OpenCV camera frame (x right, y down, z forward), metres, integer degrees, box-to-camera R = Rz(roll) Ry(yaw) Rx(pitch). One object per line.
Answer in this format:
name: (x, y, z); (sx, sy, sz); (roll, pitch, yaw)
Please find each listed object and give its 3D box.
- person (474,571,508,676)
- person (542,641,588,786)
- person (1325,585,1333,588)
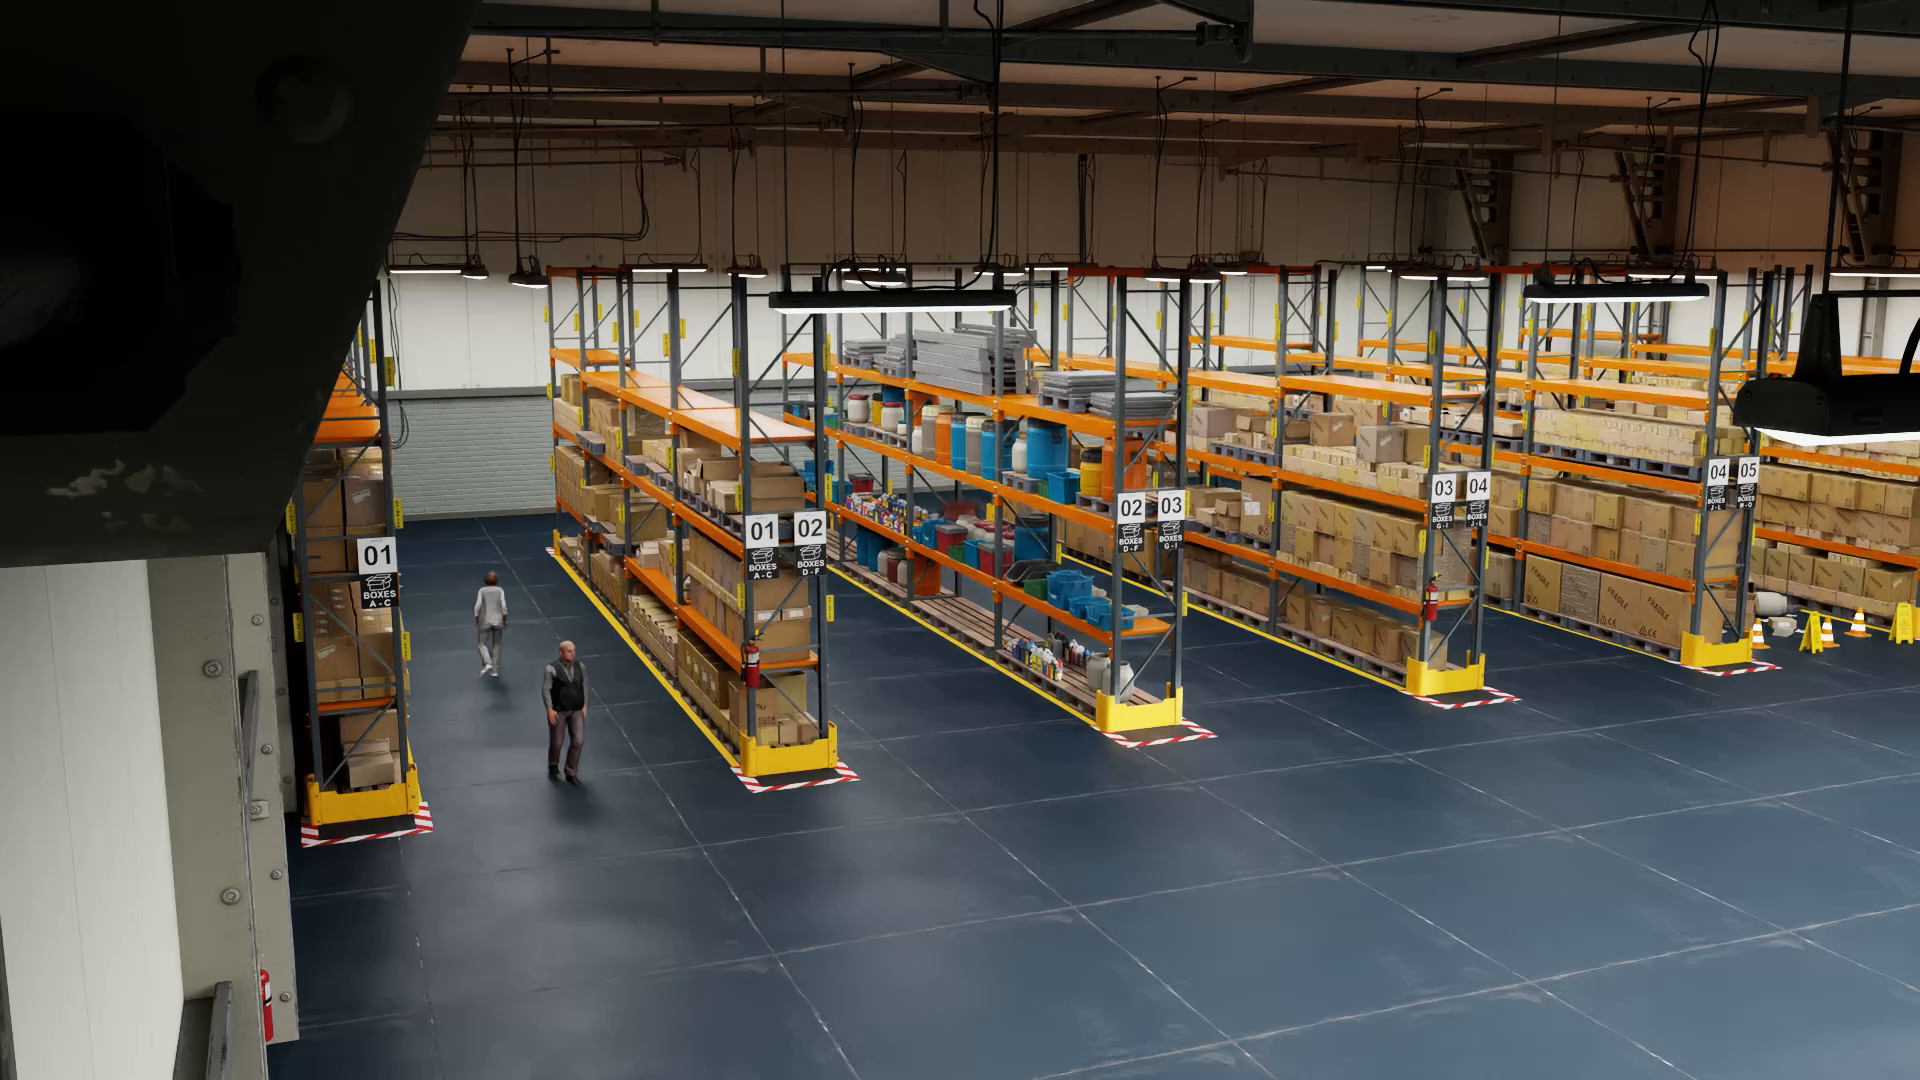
person: (-6.978, 1.280, 24.798); (0.479, 1.576, 0.609); (-4, 11, -21)
person: (-4.733, 2.077, 20.013); (0.607, 1.749, 0.650); (-8, 12, -37)
person: (7.043, 0.098, 31.294); (0.513, 1.674, 0.516); (-4, 11, -19)
